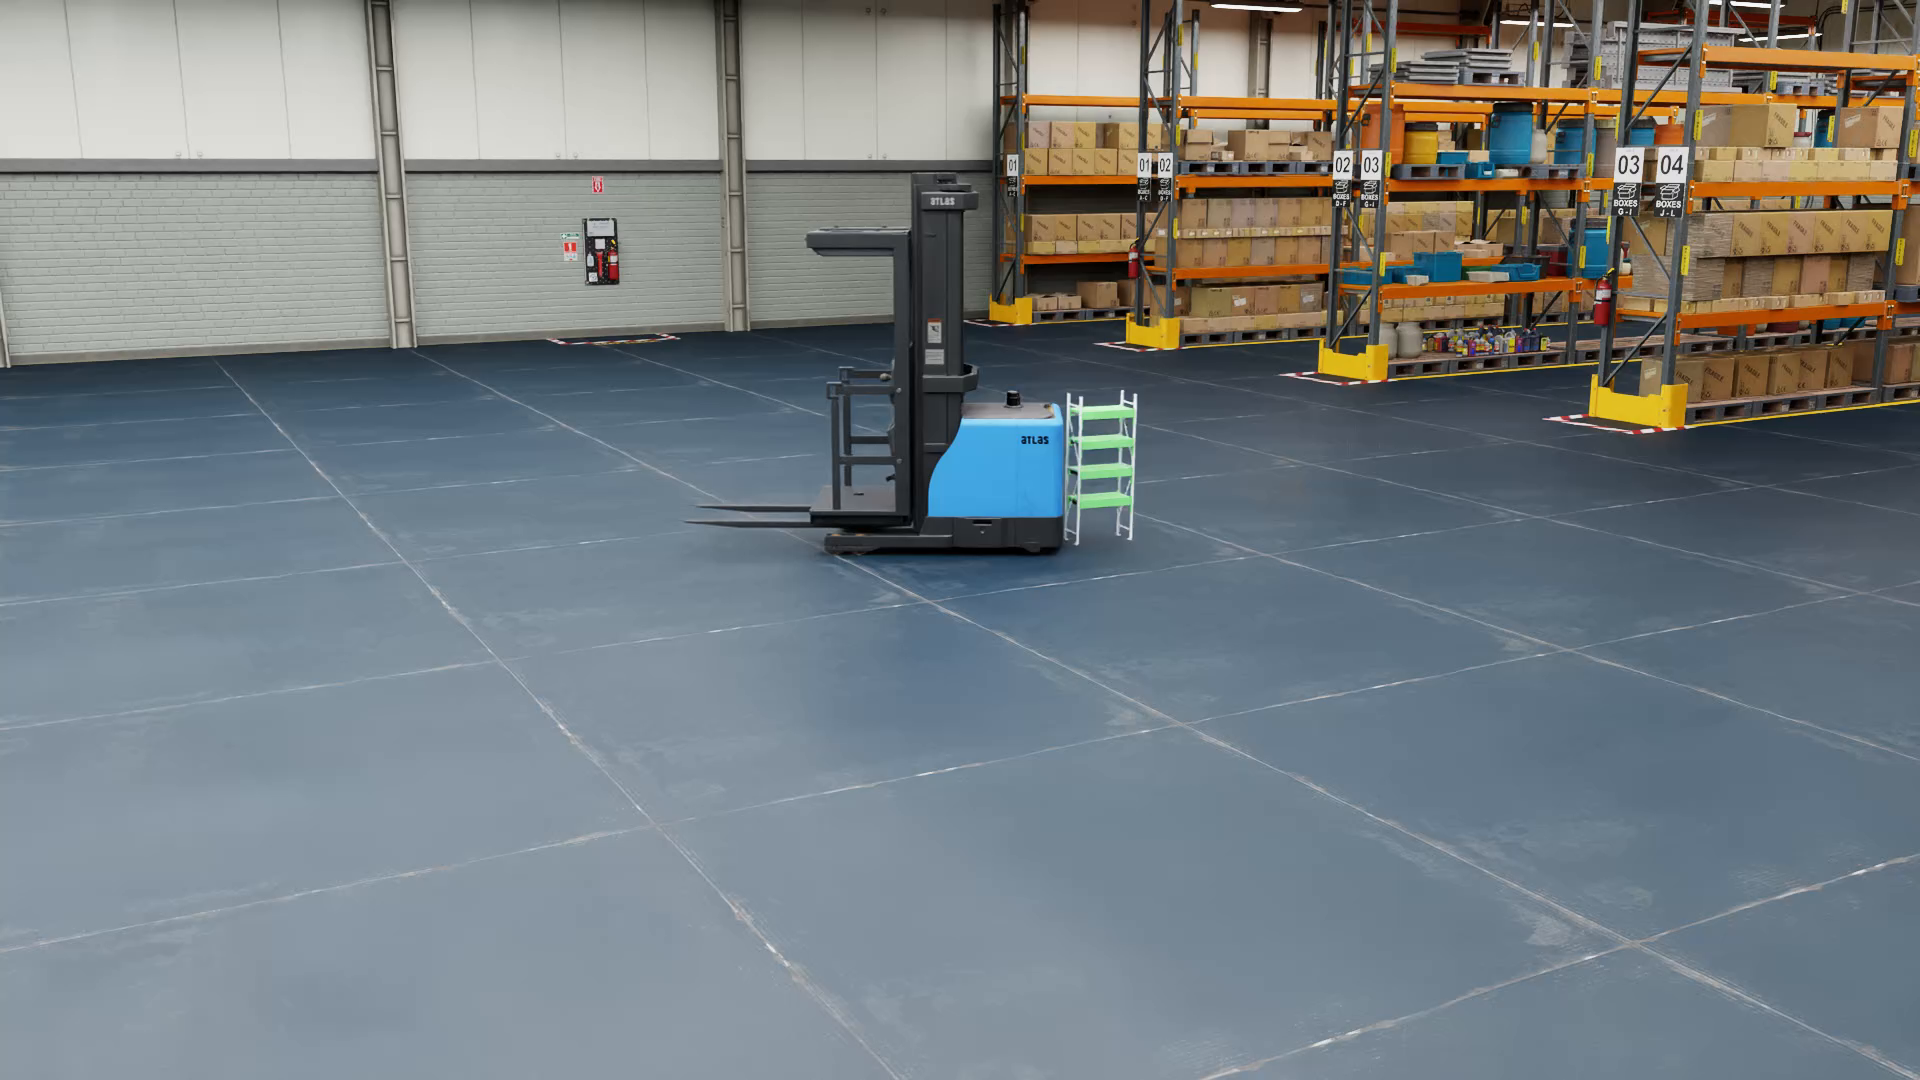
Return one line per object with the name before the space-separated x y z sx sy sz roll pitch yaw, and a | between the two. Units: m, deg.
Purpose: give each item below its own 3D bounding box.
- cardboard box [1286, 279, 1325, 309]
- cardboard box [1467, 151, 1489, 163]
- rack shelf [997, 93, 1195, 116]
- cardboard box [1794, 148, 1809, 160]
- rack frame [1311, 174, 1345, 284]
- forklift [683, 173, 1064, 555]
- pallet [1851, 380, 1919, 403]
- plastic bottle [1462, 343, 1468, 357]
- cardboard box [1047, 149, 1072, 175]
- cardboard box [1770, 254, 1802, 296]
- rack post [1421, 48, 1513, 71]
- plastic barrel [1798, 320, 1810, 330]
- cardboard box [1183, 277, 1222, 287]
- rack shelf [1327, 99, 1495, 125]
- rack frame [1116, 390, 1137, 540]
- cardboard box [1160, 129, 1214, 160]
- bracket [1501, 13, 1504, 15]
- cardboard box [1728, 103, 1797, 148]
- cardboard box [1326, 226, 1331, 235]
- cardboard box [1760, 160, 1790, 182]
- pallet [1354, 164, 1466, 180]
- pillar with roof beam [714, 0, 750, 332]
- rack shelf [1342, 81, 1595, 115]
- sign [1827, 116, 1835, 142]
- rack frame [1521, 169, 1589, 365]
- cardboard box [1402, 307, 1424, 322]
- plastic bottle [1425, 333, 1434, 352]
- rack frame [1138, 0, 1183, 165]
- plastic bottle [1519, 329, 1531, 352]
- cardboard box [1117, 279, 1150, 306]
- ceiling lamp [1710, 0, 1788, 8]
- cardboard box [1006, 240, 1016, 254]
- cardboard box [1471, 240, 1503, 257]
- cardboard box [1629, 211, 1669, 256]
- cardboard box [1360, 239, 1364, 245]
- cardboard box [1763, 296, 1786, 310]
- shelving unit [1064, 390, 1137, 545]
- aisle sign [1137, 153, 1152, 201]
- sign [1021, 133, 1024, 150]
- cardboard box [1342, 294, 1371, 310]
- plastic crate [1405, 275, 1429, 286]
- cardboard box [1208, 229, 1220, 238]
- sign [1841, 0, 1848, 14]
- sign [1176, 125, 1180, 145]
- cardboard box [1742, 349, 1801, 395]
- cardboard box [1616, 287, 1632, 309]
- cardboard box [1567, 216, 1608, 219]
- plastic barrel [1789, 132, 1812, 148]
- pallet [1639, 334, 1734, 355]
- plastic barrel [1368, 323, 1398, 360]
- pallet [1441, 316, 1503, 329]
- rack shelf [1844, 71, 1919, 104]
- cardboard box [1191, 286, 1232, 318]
cardboard box | 6.256 -4.458 30.185 0.500 0.500 0.500 -7 14 -28
cardboard box | 9.501 -7.116 30.950 0.500 0.250 0.500 -6 14 -26
rack shelf | 2.681 -8.535 32.686 4.000 0.370 1.077 -7 14 -28
cardboard box | 9.976 -4.652 20.048 0.250 0.149 0.380 -7 15 -30
rack frame | 7.947 -6.592 36.070 0.127 3.000 1.000 -7 14 -28
forklift | -0.690 -1.425 13.267 3.031 2.935 1.130 0 13 1
pallet | 12.239 -2.030 22.147 1.213 0.211 1.003 -7 14 -28
plastic bottle | 7.504 -2.832 24.735 0.097 0.201 0.097 0 13 0
cardboard box | 1.827 -7.309 32.151 0.500 0.500 0.500 -6 14 -24
cardboard box | 9.827 -3.304 20.552 0.500 0.500 0.875 -7 14 -28
rack post | 7.358 -6.941 24.129 0.954 0.300 0.937 -7 15 -29
plastic barrel | 14.559 -3.924 28.925 0.421 0.512 0.421 0 13 0
cardboard box | 5.074 -5.247 34.785 0.500 0.500 0.700 -6 14 -26
rack shelf | 8.568 -7.808 30.359 4.000 0.370 1.077 -7 14 -28
rack frame | 1.360 -0.609 13.578 0.015 1.200 0.240 -5 14 -22
cardboard box | 3.808 -6.643 27.953 0.637 0.503 0.797 -6 14 -24
bracket | 12.192 -11.912 37.844 0.430 0.232 0.235 -7 14 -28
cardboard box | 9.478 -4.892 19.640 0.500 0.500 0.500 -7 14 -28
cardboard box | 6.459 -5.487 29.453 0.250 0.149 0.380 -7 15 -29
cardboard box | 9.478 -4.385 19.771 0.500 0.250 0.500 -7 14 -28
pallet | 6.445 -5.281 23.841 1.213 0.211 1.003 -7 14 -28
pillar with roof beam | -2.079 -7.457 26.248 0.400 9.000 9.100 -7 14 -28
rack shelf | 7.428 -6.433 24.246 4.000 0.370 1.077 -7 14 -28
sign | 11.287 -5.322 21.519 0.005 0.325 0.100 -7 14 -28
rack frame | 9.183 -4.262 25.717 0.127 3.000 1.000 -7 14 -28
cardboard box | 8.188 -4.184 30.674 0.500 0.250 0.500 -7 15 -30
plastic bottle | 7.168 -3.024 25.401 0.133 0.283 0.061 -6 14 -26
rack frame | 3.302 -7.723 27.431 0.127 3.000 1.000 -7 14 -28
plastic bottle | 8.587 -3.041 25.322 0.185 0.351 0.144 -8 15 -31
cardboard box | 3.544 -5.050 33.907 0.500 0.500 0.500 -8 15 -32
ceiling lamp | 14.394 -11.224 29.694 2.000 3.185 0.800 -7 14 -28
cardboard box | 1.243 -5.774 32.729 0.500 0.250 0.500 -7 14 -27
cardboard box | 9.984 -5.565 31.707 0.500 0.311 0.500 -6 14 -24
cardboard box | 8.410 -3.674 19.921 0.500 0.500 0.500 -7 14 -28
cardboard box | 8.572 -6.494 36.161 0.250 0.149 0.380 -7 14 -27
cardboard box | 9.773 -2.888 20.180 0.250 0.149 0.380 -7 14 -28
shelving unit | 1.135 -0.590 13.485 0.503 1.200 0.258 -5 14 -22
aisle sign | 3.104 -6.114 28.025 0.004 0.787 0.394 -7 14 -28
sign | 1.185 -7.536 31.440 0.005 0.325 0.100 -7 14 -28
cardboard box | 7.295 -4.350 30.134 0.500 0.311 0.500 -7 14 -28
plastic crate | 6.612 -3.745 24.018 0.250 0.136 0.298 -7 14 -28
cardboard box | 4.200 -5.216 28.248 0.250 0.149 0.380 -7 14 -28
sign | 11.285 -6.874 21.169 0.005 0.325 0.100 -7 14 -28
sign | 3.563 -6.617 27.178 0.005 0.325 0.100 -7 14 -28
cardboard box | 10.180 -2.117 20.919 0.500 0.500 0.500 -8 15 -33
cardboard box | 13.101 -4.896 33.226 0.500 0.500 0.500 -7 14 -28
cardboard box | 12.314 -6.115 32.764 0.500 0.500 0.700 -12 17 -42
plastic barrel | 14.178 -6.633 28.154 0.433 0.535 0.433 0 13 0
pallet | 11.995 -3.249 27.564 1.213 0.211 1.003 -7 14 -28
plastic barrel | 6.213 -2.917 24.447 0.421 0.512 0.421 0 13 0
pallet | 9.583 -4.199 31.785 1.213 0.211 1.003 -7 14 -28
rack shelf | 13.312 -5.899 21.874 4.000 0.370 1.077 -7 14 -28
cardboard box | 4.317 -4.092 28.559 0.500 0.500 0.500 -7 14 -28
